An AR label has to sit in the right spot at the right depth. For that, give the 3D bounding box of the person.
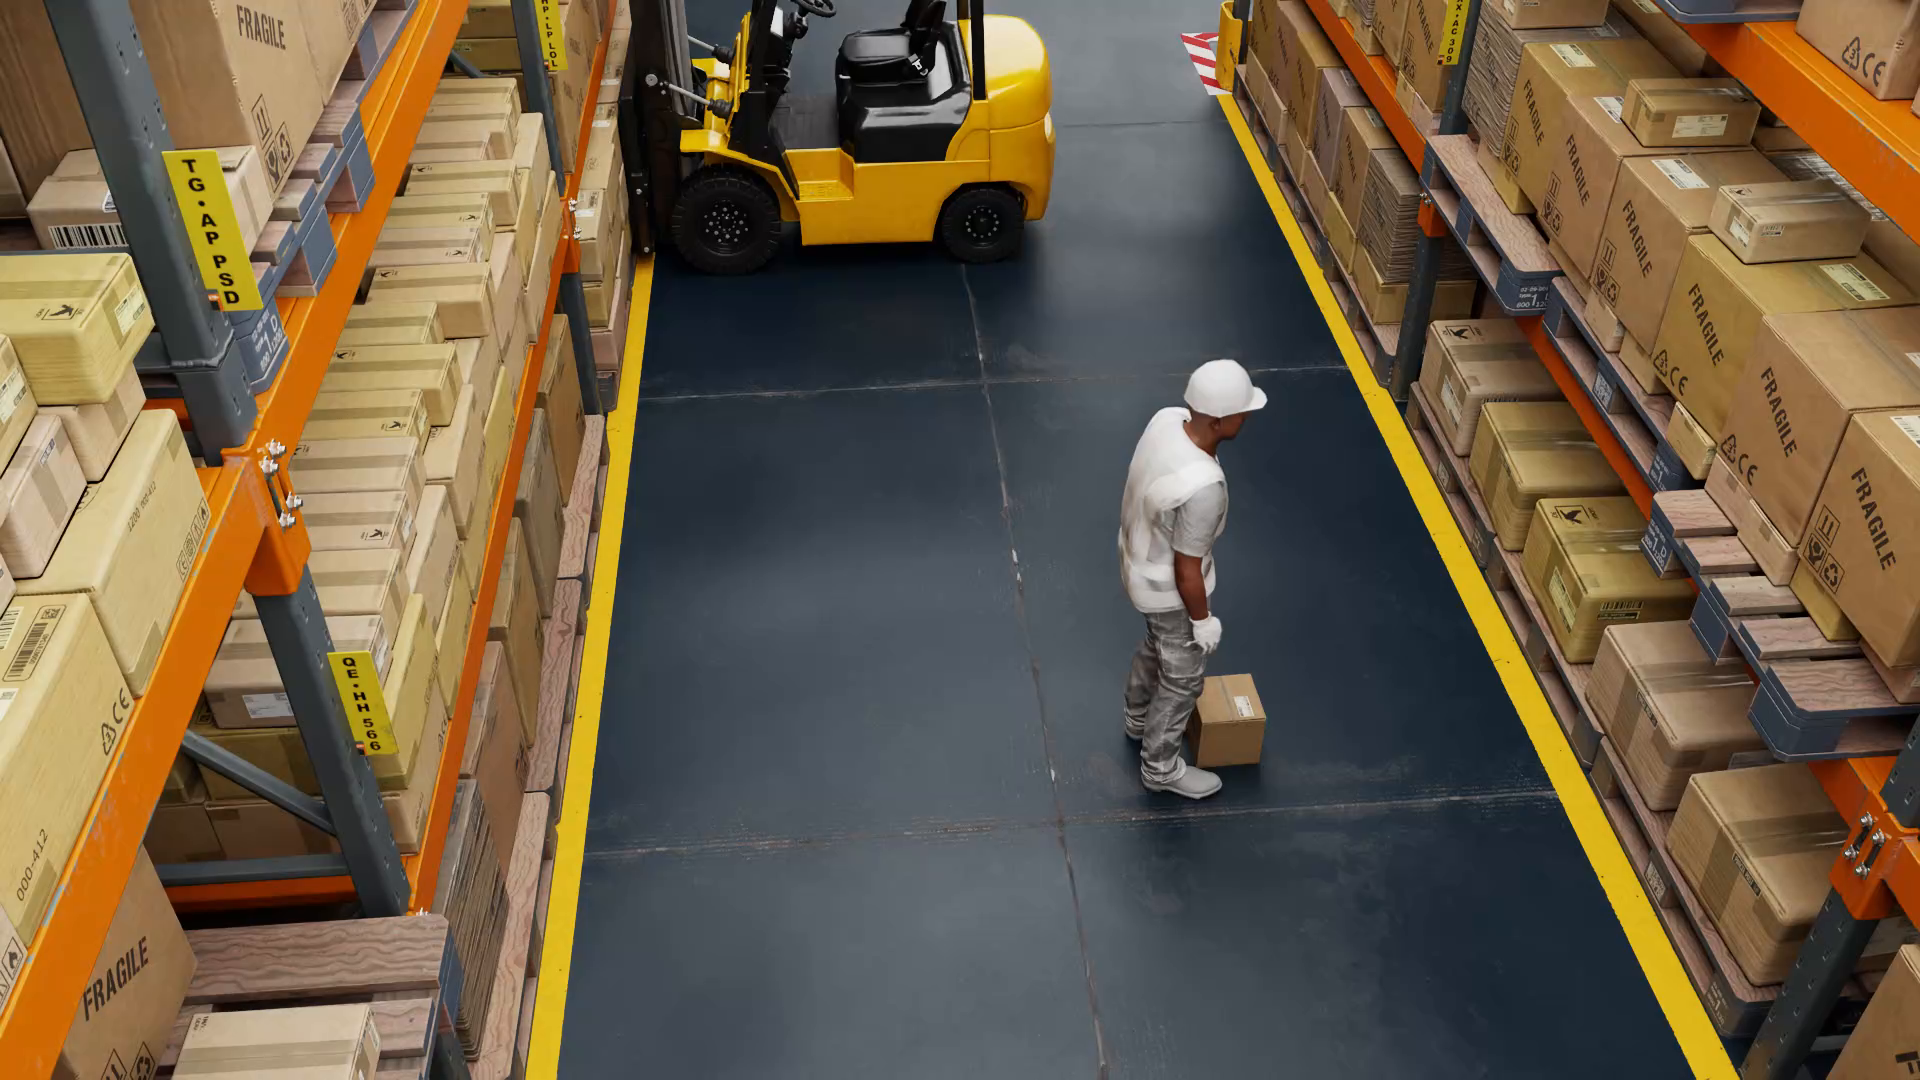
[{"bbox_3d":[0.798,0.135,5.977,0.446,1.775,0.617,-3,39,-4],"label":"person"}]
